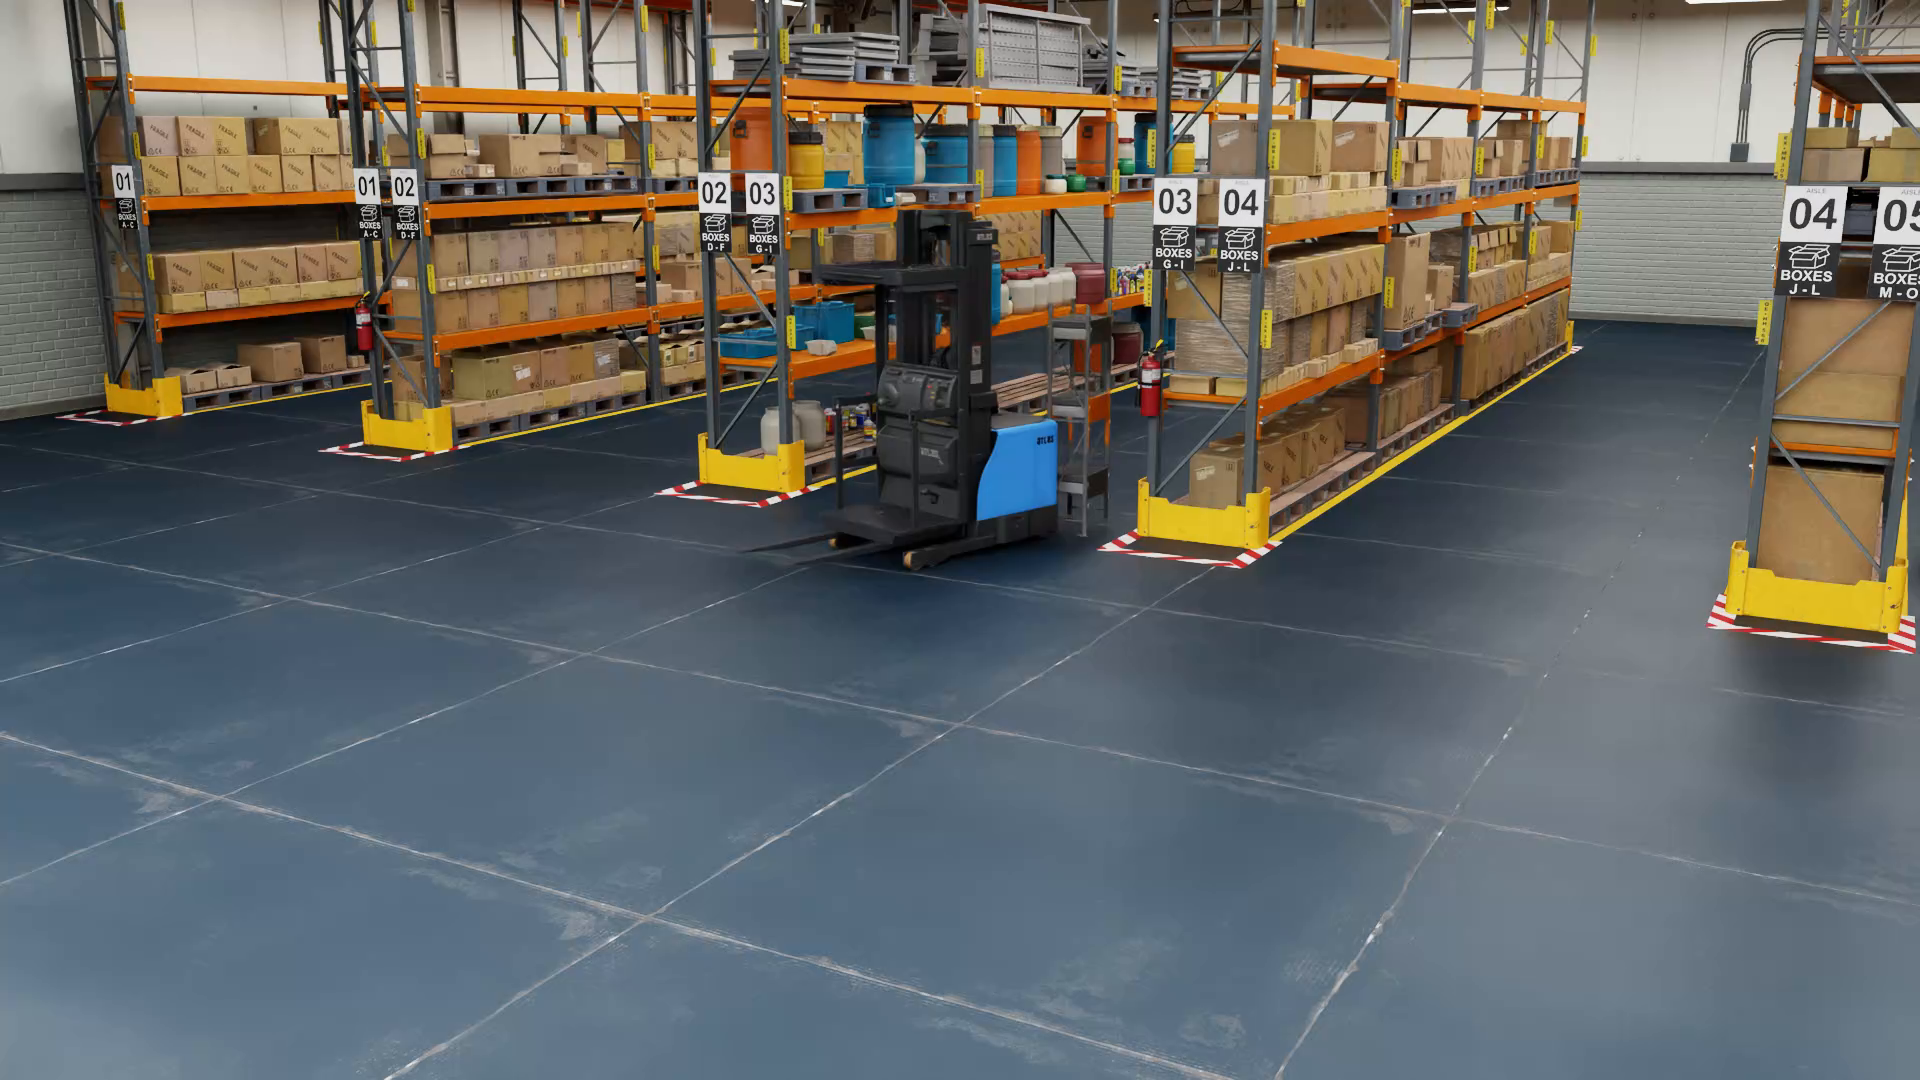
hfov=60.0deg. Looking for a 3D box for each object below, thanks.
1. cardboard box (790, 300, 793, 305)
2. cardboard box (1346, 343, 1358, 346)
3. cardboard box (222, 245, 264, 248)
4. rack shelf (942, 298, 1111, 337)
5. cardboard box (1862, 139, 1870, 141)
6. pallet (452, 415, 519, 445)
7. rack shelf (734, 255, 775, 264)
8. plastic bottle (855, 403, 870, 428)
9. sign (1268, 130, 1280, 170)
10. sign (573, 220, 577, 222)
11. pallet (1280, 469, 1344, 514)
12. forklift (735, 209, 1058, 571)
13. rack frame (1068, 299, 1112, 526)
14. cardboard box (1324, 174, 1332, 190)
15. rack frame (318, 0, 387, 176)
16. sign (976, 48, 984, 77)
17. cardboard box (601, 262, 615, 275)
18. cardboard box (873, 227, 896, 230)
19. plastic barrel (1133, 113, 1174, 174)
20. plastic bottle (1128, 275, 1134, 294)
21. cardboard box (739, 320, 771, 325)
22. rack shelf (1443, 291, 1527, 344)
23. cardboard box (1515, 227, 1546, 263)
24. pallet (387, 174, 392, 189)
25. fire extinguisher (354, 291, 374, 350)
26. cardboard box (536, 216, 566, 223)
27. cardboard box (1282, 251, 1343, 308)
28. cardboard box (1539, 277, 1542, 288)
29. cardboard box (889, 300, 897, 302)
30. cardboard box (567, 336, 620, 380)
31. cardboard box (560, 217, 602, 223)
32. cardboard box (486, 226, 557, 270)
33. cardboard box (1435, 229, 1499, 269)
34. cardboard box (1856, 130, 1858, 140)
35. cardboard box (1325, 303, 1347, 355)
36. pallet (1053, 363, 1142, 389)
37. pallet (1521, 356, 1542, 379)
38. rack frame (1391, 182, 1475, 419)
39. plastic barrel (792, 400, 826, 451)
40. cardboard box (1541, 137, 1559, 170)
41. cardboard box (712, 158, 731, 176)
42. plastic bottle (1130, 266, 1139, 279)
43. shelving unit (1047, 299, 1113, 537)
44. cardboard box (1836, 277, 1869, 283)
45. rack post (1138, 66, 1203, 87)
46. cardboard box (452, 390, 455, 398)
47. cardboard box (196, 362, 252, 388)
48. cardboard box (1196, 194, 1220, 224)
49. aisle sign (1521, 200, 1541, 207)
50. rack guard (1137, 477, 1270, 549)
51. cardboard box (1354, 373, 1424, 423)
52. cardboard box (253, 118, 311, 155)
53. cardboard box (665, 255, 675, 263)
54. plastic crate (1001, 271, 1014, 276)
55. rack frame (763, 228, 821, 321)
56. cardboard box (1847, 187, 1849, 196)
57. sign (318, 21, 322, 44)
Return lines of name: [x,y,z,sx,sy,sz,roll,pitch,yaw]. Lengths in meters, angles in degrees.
cardboard box: [-3.850,-5.051,34.023,0.700,0.500,0.500,7,15,26]
cardboard box: [3.943,-1.983,17.396,0.380,0.149,0.250,7,15,28]
cardboard box: [-10.066,-3.875,23.383,0.500,0.500,0.500,8,16,29]
rack shelf: [0.724,-2.899,22.194,1.077,0.370,4.000,7,15,28]
cardboard box: [10.522,-4.614,19.524,0.396,0.266,0.258,7,15,28]
pallet: [-6.178,-1.386,20.332,1.003,0.211,1.213,7,15,28]
rack shelf: [-4.081,-5.663,33.658,1.077,0.370,4.000,7,15,28]
plastic bottle: [-1.152,-1.472,19.613,0.152,0.276,0.135,7,15,28]
sign: [2.634,-3.279,13.967,0.100,0.325,0.005,7,15,28]
sign: [-6.502,-5.247,28.095,0.100,0.325,0.005,7,15,28]
pallet: [3.210,-0.529,16.777,1.003,0.211,1.213,7,15,28]
forklift: [-0.525,-1.303,14.187,3.031,2.935,1.130,-12,18,-42]
rack frame: [1.203,-1.174,15.425,0.400,2.100,0.015,7,15,27]
cardboard box: [3.348,-3.441,15.975,0.380,0.149,0.250,7,15,26]
rack frame: [-8.916,-6.878,24.361,1.000,3.000,0.127,7,15,28]
sign: [0.233,-5.589,19.461,0.100,0.325,0.005,7,15,28]
cardboard box: [-4.767,-3.580,21.886,0.380,0.149,0.250,7,15,26]
cardboard box: [-1.135,-5.223,29.188,0.700,0.500,0.500,2,14,9]
plastic barrel: [2.933,-6.019,25.232,0.600,0.901,0.708,7,15,28]
plastic bottle: [2.511,-3.772,24.528,0.061,0.283,0.133,7,15,28]
cardboard box: [-3.154,-3.287,26.043,0.500,0.311,0.500,8,16,30]
rack shelf: [6.993,-3.159,23.271,1.077,0.370,4.000,7,15,28]
cardboard box: [8.660,-4.525,25.486,0.500,0.500,0.500,7,15,28]
pallet: [-8.524,-5.443,25.210,1.213,0.211,1.003,7,15,28]
fire extinguisher: [-6.975,-2.571,19.462,0.296,0.674,0.183,7,15,28]
cardboard box: [-6.990,-5.472,28.839,0.500,0.250,0.500,8,16,30]
cardboard box: [3.388,-2.526,16.129,0.500,0.500,0.500,7,15,28]
cardboard box: [8.774,-3.982,25.686,0.380,0.149,0.250,7,15,27]
cardboard box: [-1.157,-3.969,29.491,0.500,0.500,0.500,7,15,26]
cardboard box: [-4.862,-2.411,22.007,0.500,0.500,0.500,7,15,28]
cardboard box: [-6.523,-5.419,28.621,0.500,0.250,0.500,8,16,29]
cardboard box: [-5.514,-3.679,20.913,0.700,0.500,0.500,7,15,28]
cardboard box: [7.030,-4.054,23.097,0.797,0.503,0.637,8,16,30]
cardboard box: [7.545,-3.479,14.388,0.380,0.149,0.250,7,15,27]
cardboard box: [3.395,-2.173,16.798,0.875,0.500,0.500,7,15,28]
pallet: [2.035,-2.470,24.829,1.003,0.211,1.213,7,15,28]
pallet: [8.396,-2.710,25.826,1.003,0.211,1.213,7,15,28]
rack frame: [6.026,-3.098,21.484,1.000,3.000,0.127,7,15,28]
plastic barrel: [-1.683,-1.259,18.269,0.421,0.512,0.421,0,14,0]
cardboard box: [8.927,-6.047,25.992,0.700,0.500,0.500,8,16,30]
cardboard box: [-3.600,-5.375,23.954,0.500,0.250,0.500,6,15,23]
plastic bottle: [2.752,-4.161,26.156,0.152,0.276,0.135,7,15,28]
shelving unit: [1.087,-1.124,15.216,0.431,2.100,0.503,7,15,27]
cardboard box: [7.382,-1.890,13.849,0.875,0.550,0.500,7,15,28]
rack post: [3.190,-7.190,25.820,0.937,0.300,0.954,7,15,27]
cardboard box: [-6.279,-1.695,20.634,0.500,0.250,0.500,7,15,28]
cardboard box: [-10.161,-2.296,22.955,0.500,0.311,0.500,9,16,33]
cardboard box: [2.170,-2.970,14.872,0.500,0.250,0.500,8,16,29]
aisle sign: [9.666,-6.052,28.190,0.394,0.787,0.004,7,15,28]
rack guard: [2.196,-0.257,15.034,1.175,0.500,0.348,7,15,28]
cardboard box: [5.195,-1.725,20.182,0.700,0.500,0.500,9,16,33]
cardboard box: [-9.420,-5.608,23.107,0.500,0.500,0.500,7,15,26]
cardboard box: [-5.482,-5.183,30.624,0.380,0.149,0.250,7,15,28]
plastic crate: [0.641,-3.394,22.573,0.402,0.464,0.583,7,15,28]
rack frame: [-2.644,-4.221,26.143,1.000,3.000,0.127,7,15,28]
cardboard box: [7.177,-2.935,13.836,0.380,0.149,0.250,8,16,29]
sign: [-9.404,-7.470,24.489,0.100,0.325,0.005,7,15,28]
